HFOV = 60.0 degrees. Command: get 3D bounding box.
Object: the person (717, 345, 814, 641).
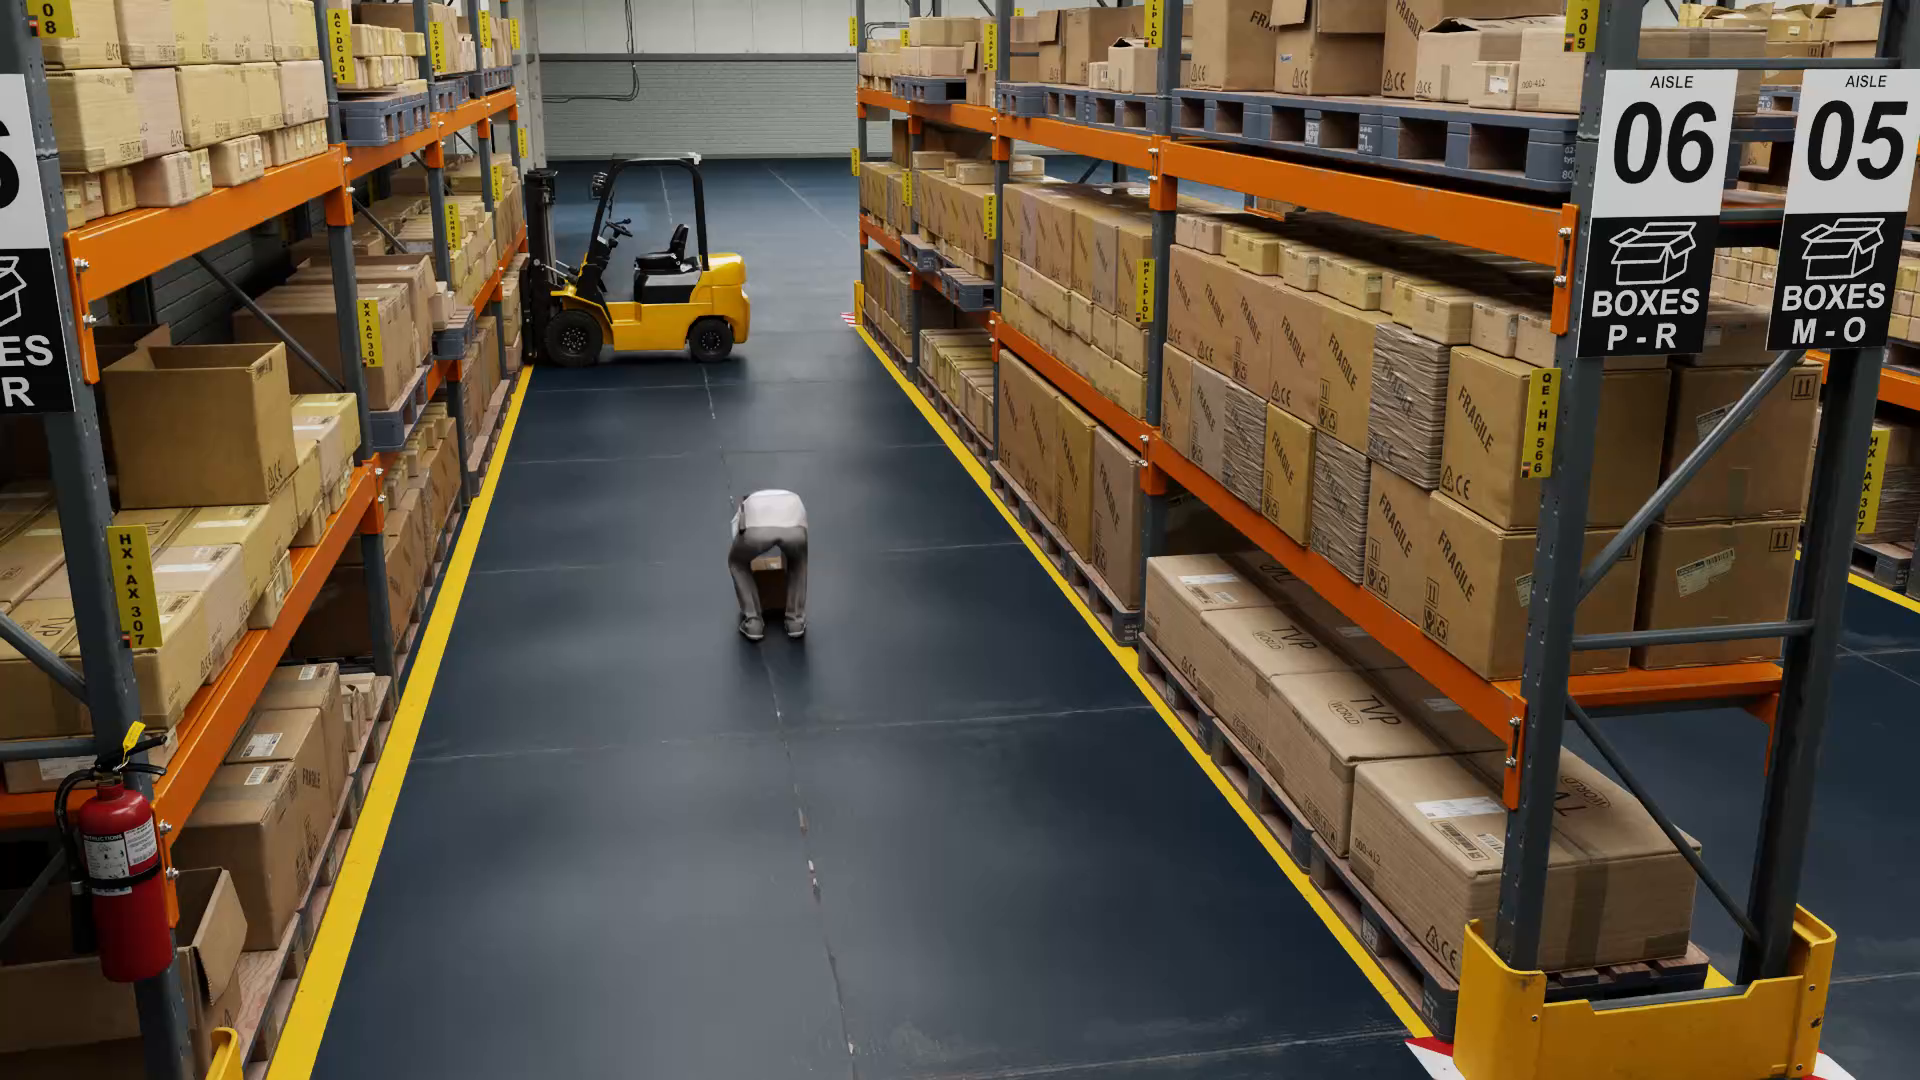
[{"bbox_3d":[-1.097,-0.248,9.370,0.536,1.662,0.373,-4,17,-14],"label":"person"}]
